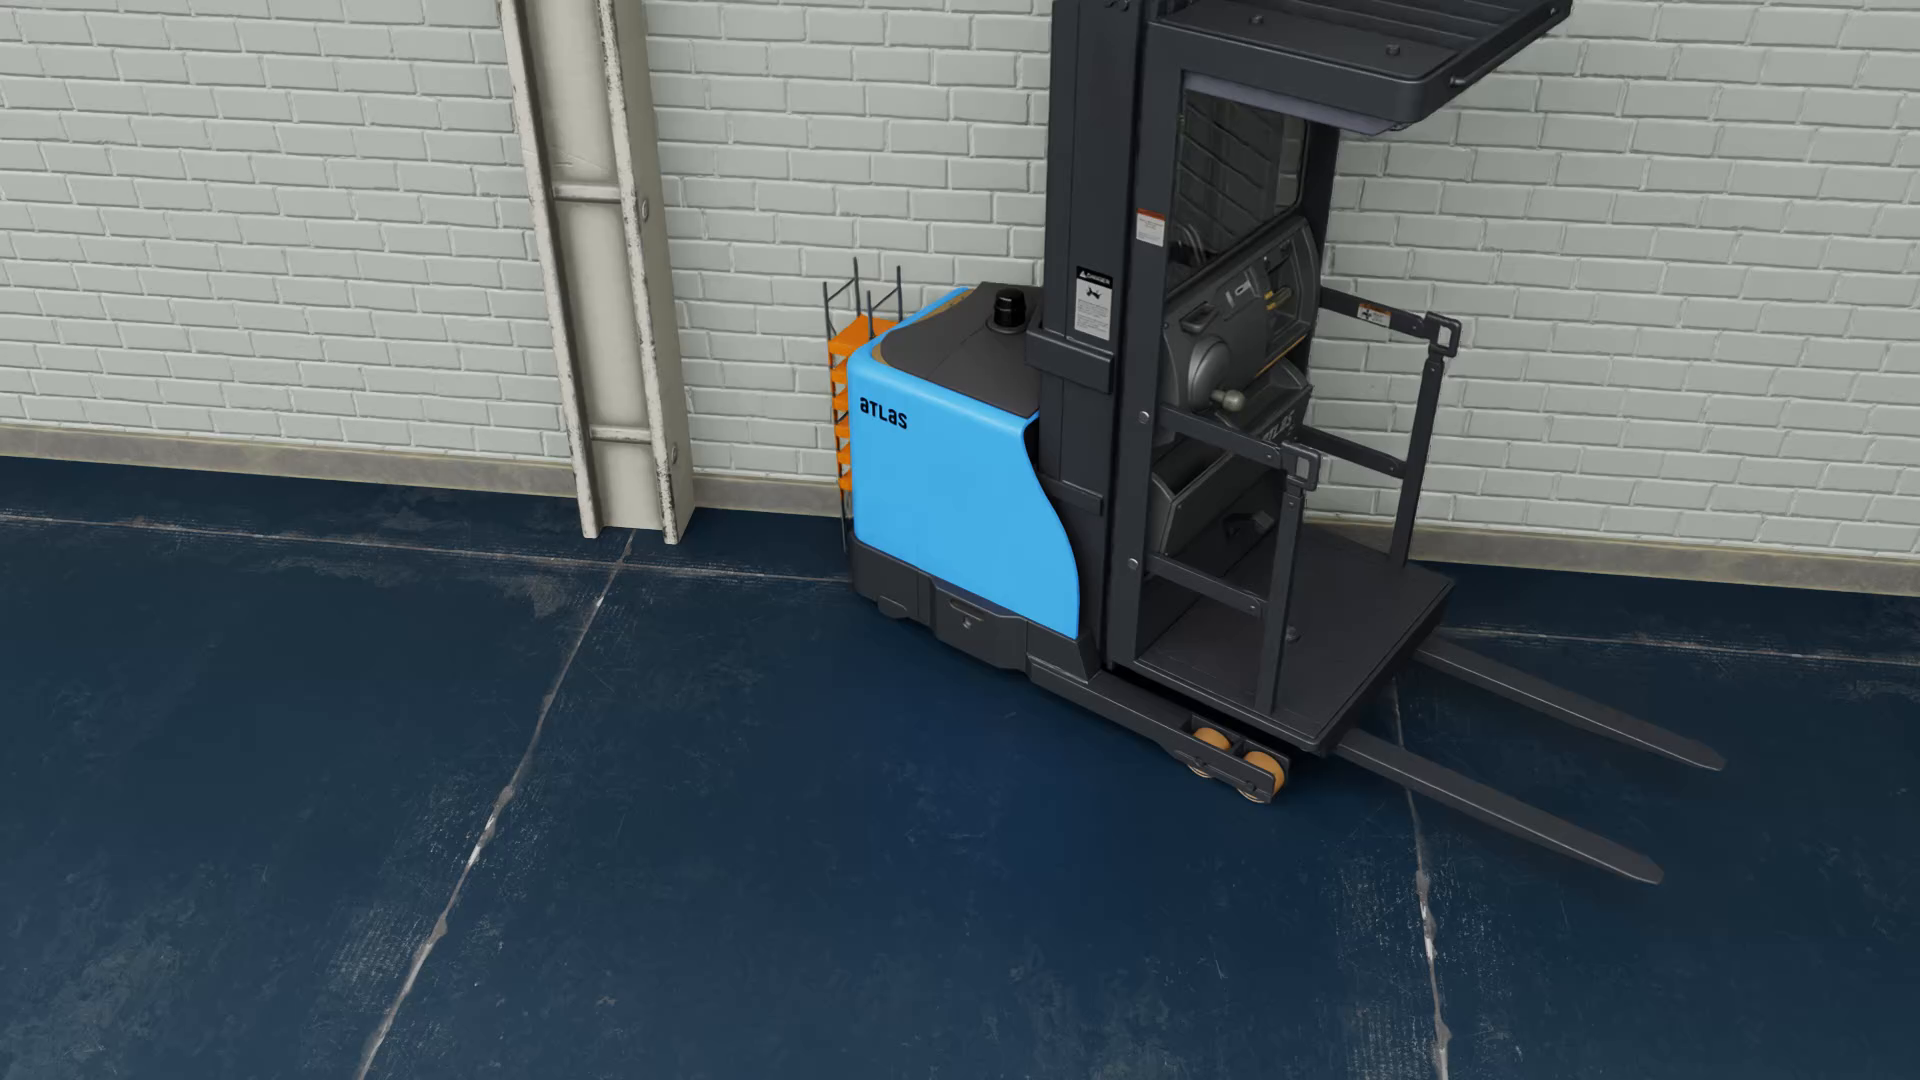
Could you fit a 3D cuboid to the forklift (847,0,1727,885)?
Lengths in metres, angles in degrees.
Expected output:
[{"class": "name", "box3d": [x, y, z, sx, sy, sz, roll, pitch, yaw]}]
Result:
[{"class": "forklift", "box3d": [1.067, -0.674, 5.171, 3.031, 2.935, 1.130, 24, 42, 29]}]

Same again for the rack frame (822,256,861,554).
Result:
[{"class": "rack frame", "box3d": [-0.422, -0.498, 6.413, 0.006, 1.200, 0.240, 15, 39, 23]}]

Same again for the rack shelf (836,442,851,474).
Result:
[{"class": "rack shelf", "box3d": [-0.337, -0.341, 6.472, 0.180, 0.103, 0.258, 15, 39, 23]}]

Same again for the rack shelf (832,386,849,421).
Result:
[{"class": "rack shelf", "box3d": [-0.343, -0.537, 6.334, 0.180, 0.103, 0.258, 15, 39, 23]}]

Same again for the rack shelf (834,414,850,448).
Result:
[{"class": "rack shelf", "box3d": [-0.340, -0.439, 6.403, 0.180, 0.103, 0.258, 15, 39, 23]}]

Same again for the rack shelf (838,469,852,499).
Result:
[{"class": "rack shelf", "box3d": [-0.334, -0.243, 6.541, 0.180, 0.103, 0.258, 15, 39, 23]}]

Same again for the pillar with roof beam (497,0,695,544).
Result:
[{"class": "pillar with roof beam", "box3d": [-1.866, -1.268, 0.781, 0.400, 9.000, 9.100, 4, 36, 6]}]

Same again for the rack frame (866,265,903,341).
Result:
[{"class": "rack frame", "box3d": [-0.260, -0.453, 6.342, 0.006, 1.200, 0.240, 15, 39, 23]}]

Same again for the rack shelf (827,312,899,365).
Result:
[{"class": "rack shelf", "box3d": [-0.349, -0.733, 6.195, 0.180, 0.103, 0.258, 15, 39, 23]}]

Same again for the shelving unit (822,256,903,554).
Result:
[{"class": "shelving unit", "box3d": [-0.341, -0.475, 6.377, 0.189, 1.200, 0.258, 15, 39, 23]}]

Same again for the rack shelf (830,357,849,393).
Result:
[{"class": "rack shelf", "box3d": [-0.346, -0.635, 6.264, 0.180, 0.103, 0.258, 15, 39, 23]}]
